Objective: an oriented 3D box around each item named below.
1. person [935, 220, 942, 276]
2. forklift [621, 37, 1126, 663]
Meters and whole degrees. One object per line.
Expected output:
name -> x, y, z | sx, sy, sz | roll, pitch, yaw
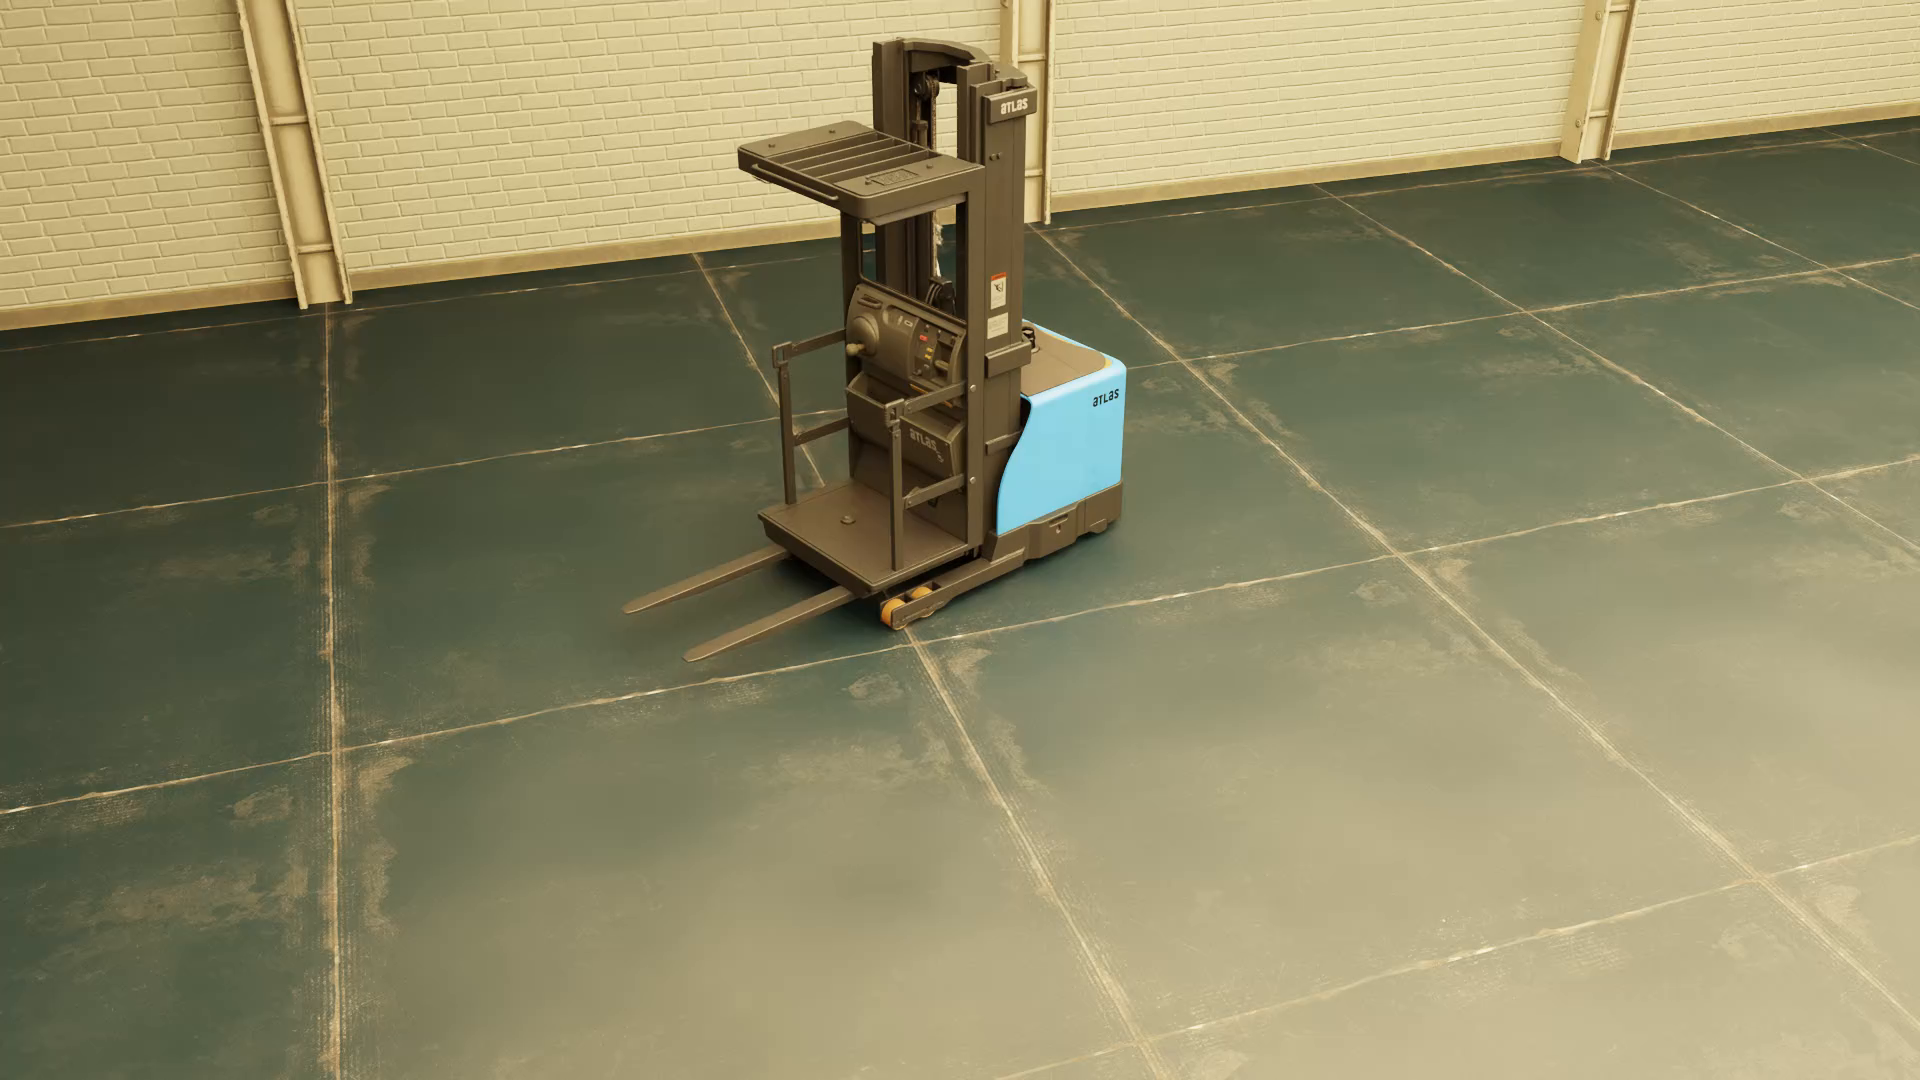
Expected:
person -> -0.177, -1.671, 11.144 | 0.538, 1.782, 0.713 | -2, 30, -3
forklift -> -0.461, -1.072, 8.951 | 3.031, 2.935, 1.130 | -23, 37, -34
